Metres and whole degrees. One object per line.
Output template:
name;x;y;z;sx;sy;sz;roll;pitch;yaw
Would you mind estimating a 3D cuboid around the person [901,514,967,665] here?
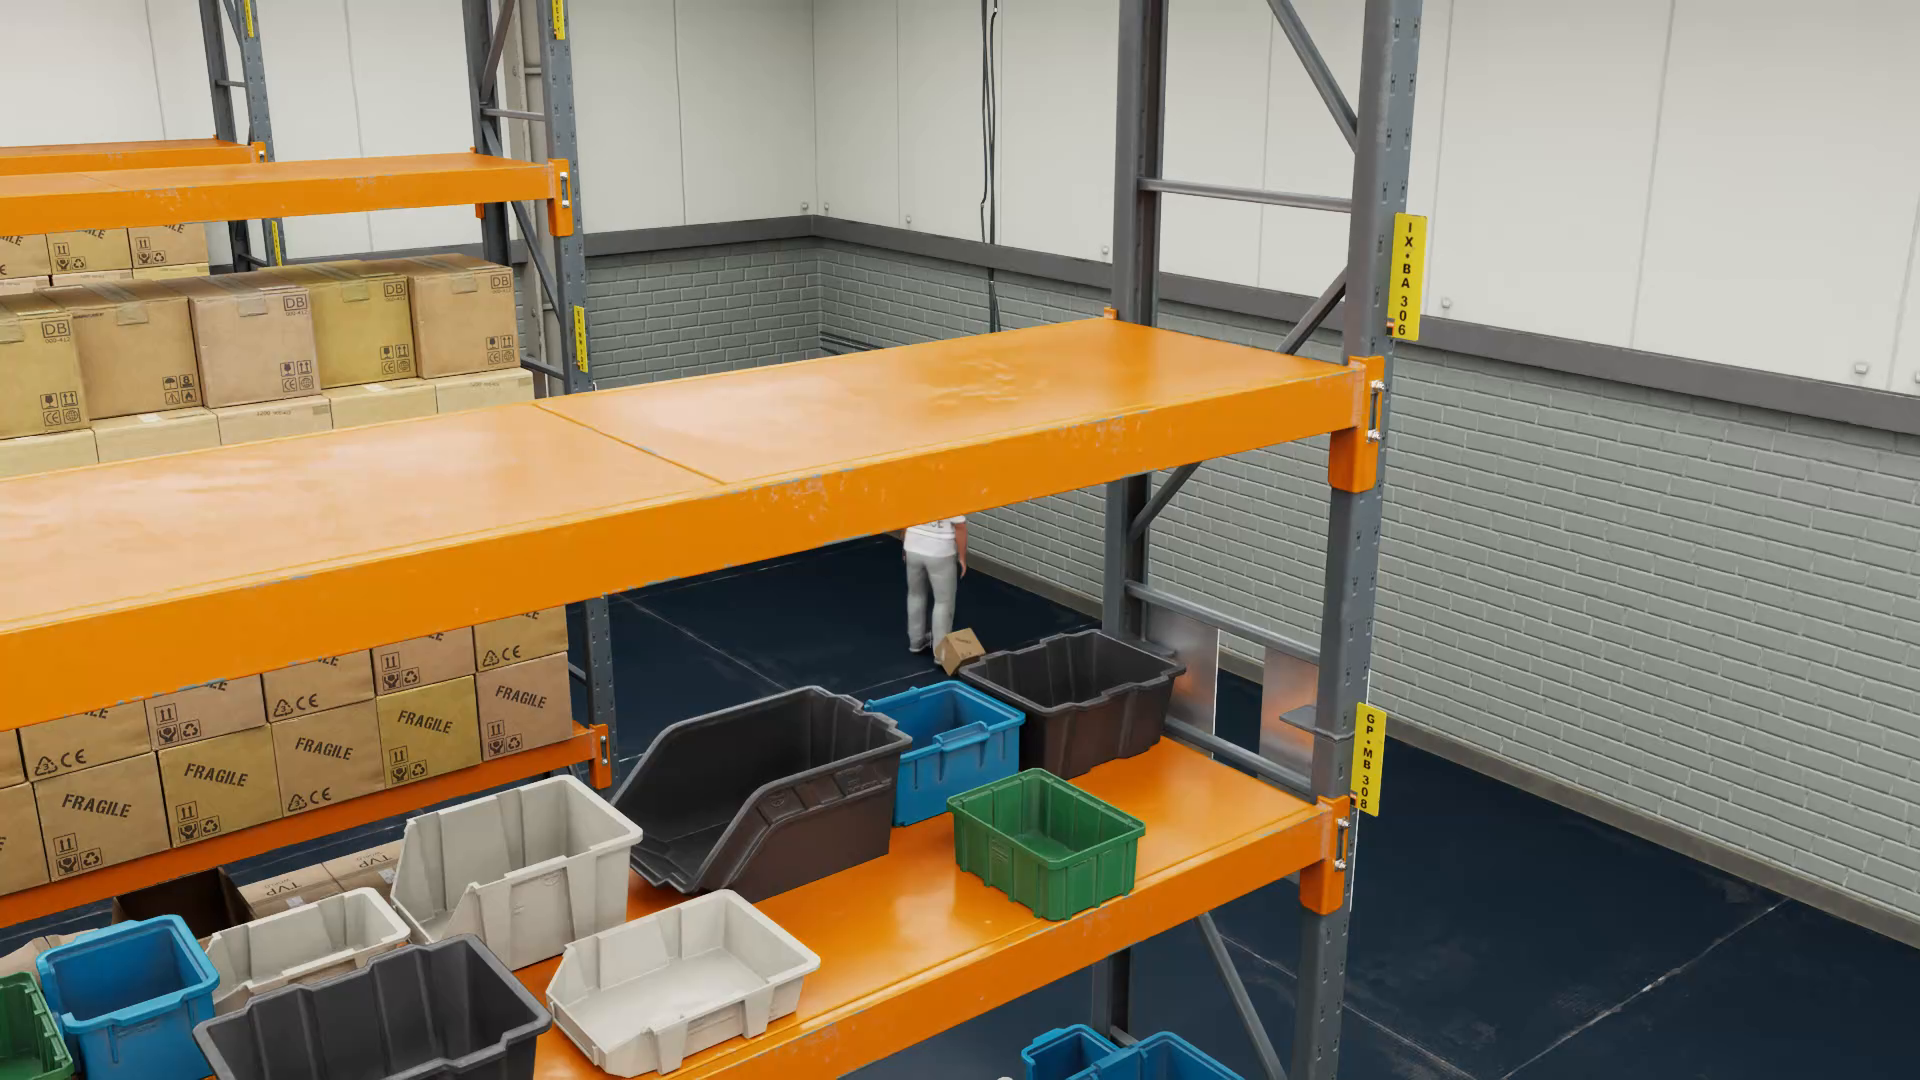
person;-0.195;0.096;13.268;0.619;1.768;0.482;8;19;25
